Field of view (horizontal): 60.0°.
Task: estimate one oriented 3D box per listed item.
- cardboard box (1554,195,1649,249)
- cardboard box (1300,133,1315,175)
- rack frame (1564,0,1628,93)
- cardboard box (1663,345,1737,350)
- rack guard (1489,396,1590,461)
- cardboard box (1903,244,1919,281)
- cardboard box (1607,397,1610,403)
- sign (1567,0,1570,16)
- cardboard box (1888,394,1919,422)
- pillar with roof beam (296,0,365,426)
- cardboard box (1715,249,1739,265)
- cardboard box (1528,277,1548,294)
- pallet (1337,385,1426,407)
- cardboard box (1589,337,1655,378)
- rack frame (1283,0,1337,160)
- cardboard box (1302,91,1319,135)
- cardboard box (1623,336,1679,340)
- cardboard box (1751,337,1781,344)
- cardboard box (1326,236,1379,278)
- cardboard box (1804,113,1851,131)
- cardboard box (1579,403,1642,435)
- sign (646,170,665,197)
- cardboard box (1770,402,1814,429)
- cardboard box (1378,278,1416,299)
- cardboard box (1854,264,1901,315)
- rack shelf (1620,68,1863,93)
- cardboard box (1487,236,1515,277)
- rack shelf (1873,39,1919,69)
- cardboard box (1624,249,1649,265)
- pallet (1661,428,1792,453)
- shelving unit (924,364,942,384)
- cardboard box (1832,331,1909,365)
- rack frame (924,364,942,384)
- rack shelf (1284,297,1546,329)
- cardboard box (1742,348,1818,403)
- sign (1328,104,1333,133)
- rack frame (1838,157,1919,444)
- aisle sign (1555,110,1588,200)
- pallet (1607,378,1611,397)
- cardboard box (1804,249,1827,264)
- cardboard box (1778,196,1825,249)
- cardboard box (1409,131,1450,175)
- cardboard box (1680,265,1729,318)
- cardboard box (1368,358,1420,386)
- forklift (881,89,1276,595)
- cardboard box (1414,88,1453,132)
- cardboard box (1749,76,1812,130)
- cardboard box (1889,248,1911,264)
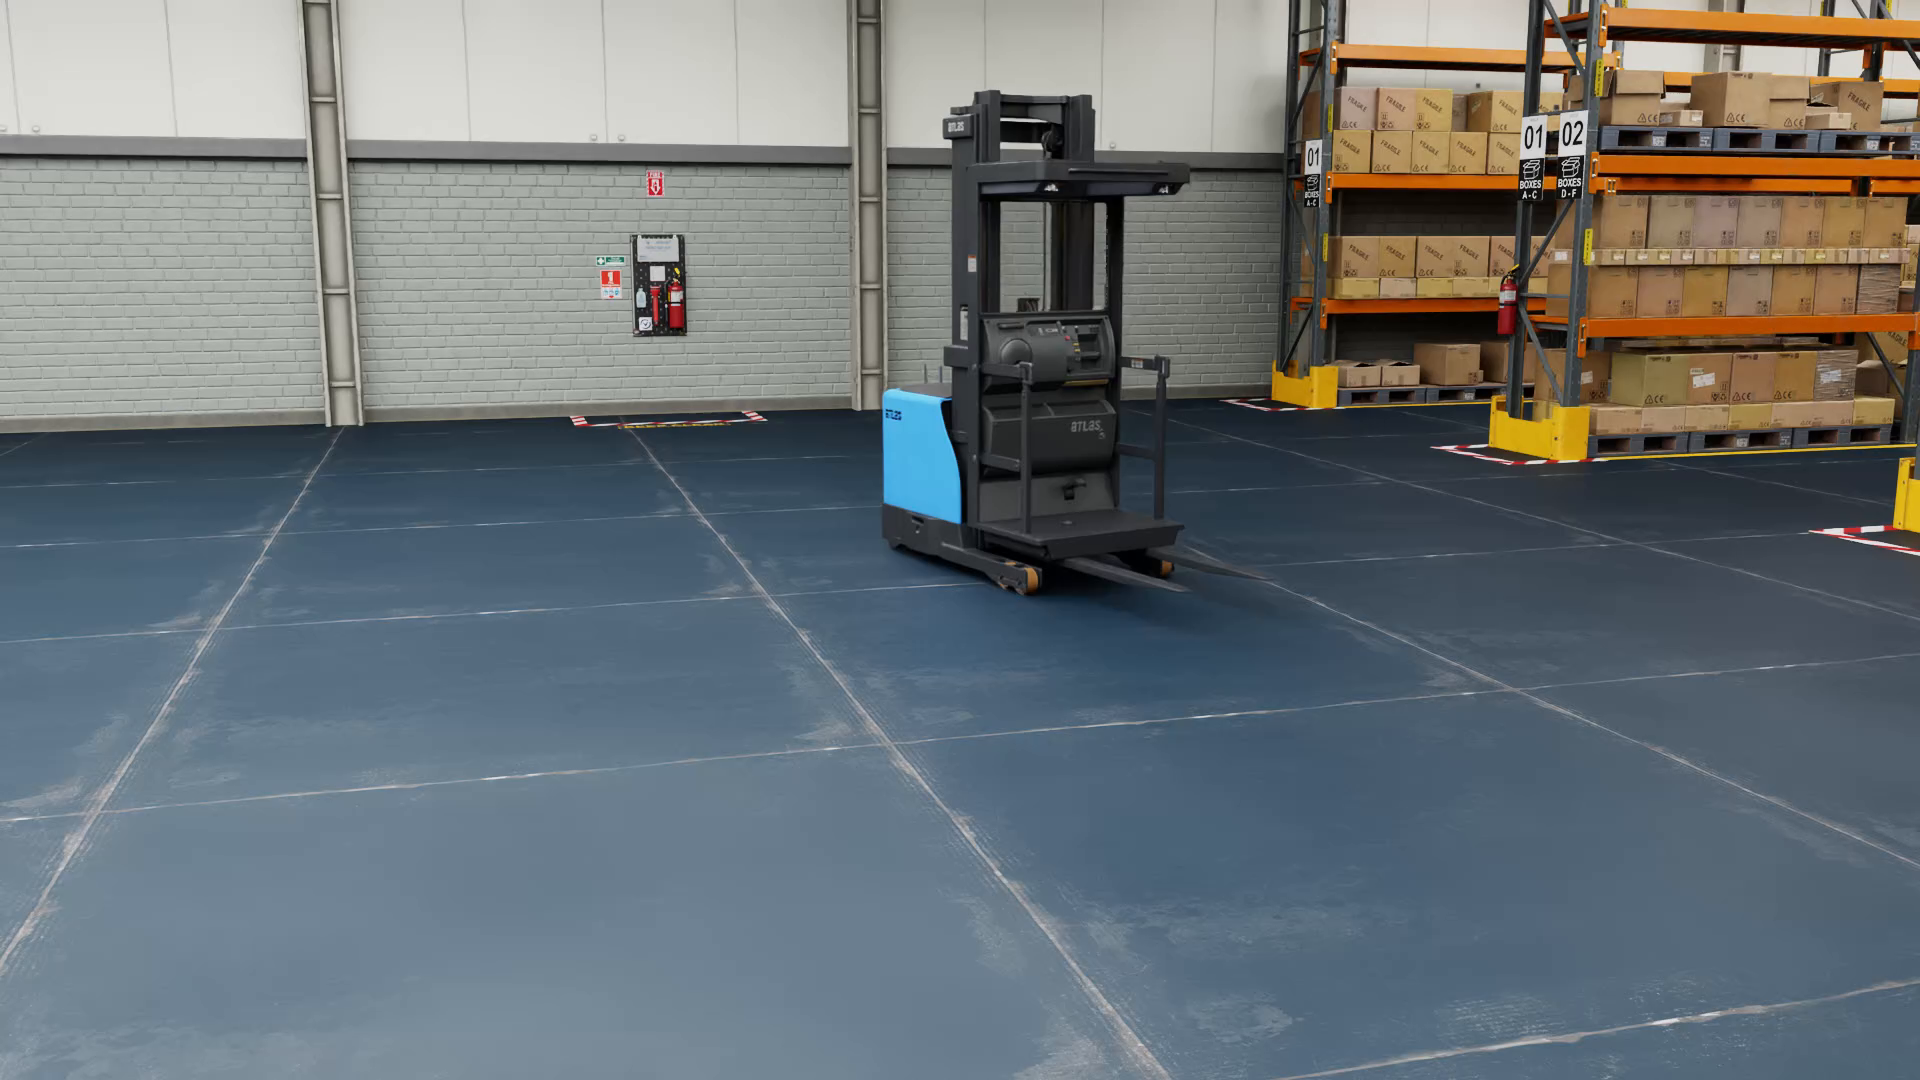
[{"bbox_3d":[6.127,-3.038,15.905,0.500,0.500,0.700,-3,11,-16],"label":"cardboard box"},{"bbox_3d":[4.566,-4.787,20.649,0.500,0.500,0.500,-2,11,-12],"label":"cardboard box"},{"bbox_3d":[8.077,-6.341,21.134,0.127,3.000,1.000,-3,11,-16],"label":"rack frame"},{"bbox_3d":[7.493,-1.707,16.897,0.500,0.500,0.500,-3,11,-16],"label":"cardboard box"},{"bbox_3d":[5.602,-1.096,16.121,0.348,0.500,1.175,-3,11,-16],"label":"rack guard"},{"bbox_3d":[12.961,-3.803,22.766,0.500,0.500,0.500,-3,11,-14],"label":"cardboard box"},{"bbox_3d":[6.534,-1.287,16.687,0.500,0.250,0.500,-3,11,-16],"label":"cardboard box"},{"bbox_3d":[7.916,-6.974,21.557,0.005,0.325,0.100,-3,11,-16],"label":"sign"},{"bbox_3d":[9.922,-1.361,17.088,0.500,0.250,0.500,-3,11,-17],"label":"cardboard box"},{"bbox_3d":[-5.652,-4.968,13.680,0.400,9.000,9.100,-3,11,-16],"label":"pillar with roof beam"},{"bbox_3d":[7.298,-2.743,16.094,0.250,0.149,0.380,-3,11,-17],"label":"cardboard box"},{"bbox_3d":[7.226,-3.226,21.143,0.500,0.250,0.500,-3,11,-16],"label":"cardboard box"},{"bbox_3d":[5.099,-1.855,21.041,1.213,0.211,1.003,-3,11,-16],"label":"pallet"},{"bbox_3d":[8.779,-2.417,22.082,0.500,0.500,0.700,-3,11,-14],"label":"cardboard box"},{"bbox_3d":[4.236,-6.138,20.034,0.127,3.000,1.000,-3,11,-16],"label":"rack frame"},{"bbox_3d":[4.577,-5.281,20.570,0.500,0.500,0.500,-3,11,-13],"label":"cardboard box"},{"bbox_3d":[9.201,-2.809,22.138,0.500,0.250,0.500,-3,11,-17],"label":"cardboard box"},{"bbox_3d":[10.714,-2.528,22.684,0.500,0.500,0.700,-3,11,-16],"label":"cardboard box"},{"bbox_3d":[4.779,-3.465,20.369,0.500,0.500,0.500,-3,11,-16],"label":"cardboard box"},{"bbox_3d":[8.383,-4.048,16.111,0.250,0.149,0.380,-3,11,-16],"label":"cardboard box"},{"bbox_3d":[6.202,-1.170,16.049,0.500,0.250,0.500,-3,11,-16],"label":"cardboard box"},{"bbox_3d":[-3.513,-4.108,19.176,0.199,0.298,0.001,-3,11,-16],"label":"sign"},{"bbox_3d":[8.122,-1.271,16.598,0.500,0.250,0.500,-3,11,-16],"label":"cardboard box"},{"bbox_3d":[5.288,-3.122,20.580,0.500,0.250,0.500,-3,11,-18],"label":"cardboard box"},{"bbox_3d":[9.041,-2.555,16.863,0.500,0.500,0.700,-3,11,-17],"label":"cardboard box"},{"bbox_3d":[9.997,-5.891,21.785,4.000,0.370,1.077,-3,11,-16],"label":"rack shelf"},{"bbox_3d":[6.745,-3.568,20.928,0.500,0.500,0.500,-3,11,-18],"label":"cardboard box"},{"bbox_3d":[11.385,-5.030,17.108,4.000,0.370,1.077,-3,11,-16],"label":"rack shelf"},{"bbox_3d":[6.314,-2.691,15.813,0.250,0.149,0.380,-3,11,-17],"label":"cardboard box"},{"bbox_3d":[7.516,-1.063,16.735,1.213,0.211,1.003,-3,11,-16],"label":"pallet"},{"bbox_3d":[0.025,-0.643,11.723,0.503,1.200,0.258,-6,12,-29],"label":"shelving unit"},{"bbox_3d":[12.660,-2.756,23.011,0.750,0.750,0.750,-3,11,-17],"label":"cardboard box"},{"bbox_3d":[-0.187,-0.621,11.605,0.015,1.200,0.240,-6,12,-29],"label":"rack frame"},{"bbox_3d":[6.157,-2.935,21.192,4.000,0.370,1.077,-3,11,-16],"label":"rack shelf"},{"bbox_3d":[8.119,-1.642,16.542,0.500,0.500,0.500,-3,11,-16],"label":"cardboard box"},{"bbox_3d":[4.388,-4.999,19.714,0.005,0.325,0.100,-3,11,-16],"label":"sign"},{"bbox_3d":[9.465,-2.529,17.000,0.127,3.000,1.000,-3,11,-16],"label":"rack frame"},{"bbox_3d":[5.647,-3.549,15.358,0.004,0.787,0.394,-3,11,-16],"label":"aisle sign"},{"bbox_3d":[8.824,-2.058,22.145,1.213,0.211,1.003,-3,11,-16],"label":"pallet"},{"bbox_3d":[8.286,-2.795,16.378,0.250,0.149,0.380,-3,11,-16],"label":"cardboard box"},{"bbox_3d":[8.075,-3.142,16.469,0.500,0.500,0.700,-3,11,-16],"label":"cardboard box"},{"bbox_3d":[5.650,-4.743,20.411,0.500,0.500,0.500,-2,11,-13],"label":"cardboard box"},{"bbox_3d":[7.058,-2.449,16.288,0.500,0.500,0.700,-3,11,-16],"label":"cardboard box"},{"bbox_3d":[5.473,-2.130,21.043,0.500,0.311,0.500,-2,11,-11],"label":"cardboard box"},{"bbox_3d":[0.668,-1.214,10.045,1.130,2.935,3.031,-6,12,-31],"label":"forklift"},{"bbox_3d":[5.659,-5.235,20.323,0.500,0.500,0.500,-3,11,-14],"label":"cardboard box"},{"bbox_3d":[7.849,-4.269,16.335,0.637,0.503,0.797,-2,11,-10],"label":"cardboard box"},{"bbox_3d":[9.264,-2.846,16.656,0.250,0.149,0.380,-3,11,-16],"label":"cardboard box"}]
